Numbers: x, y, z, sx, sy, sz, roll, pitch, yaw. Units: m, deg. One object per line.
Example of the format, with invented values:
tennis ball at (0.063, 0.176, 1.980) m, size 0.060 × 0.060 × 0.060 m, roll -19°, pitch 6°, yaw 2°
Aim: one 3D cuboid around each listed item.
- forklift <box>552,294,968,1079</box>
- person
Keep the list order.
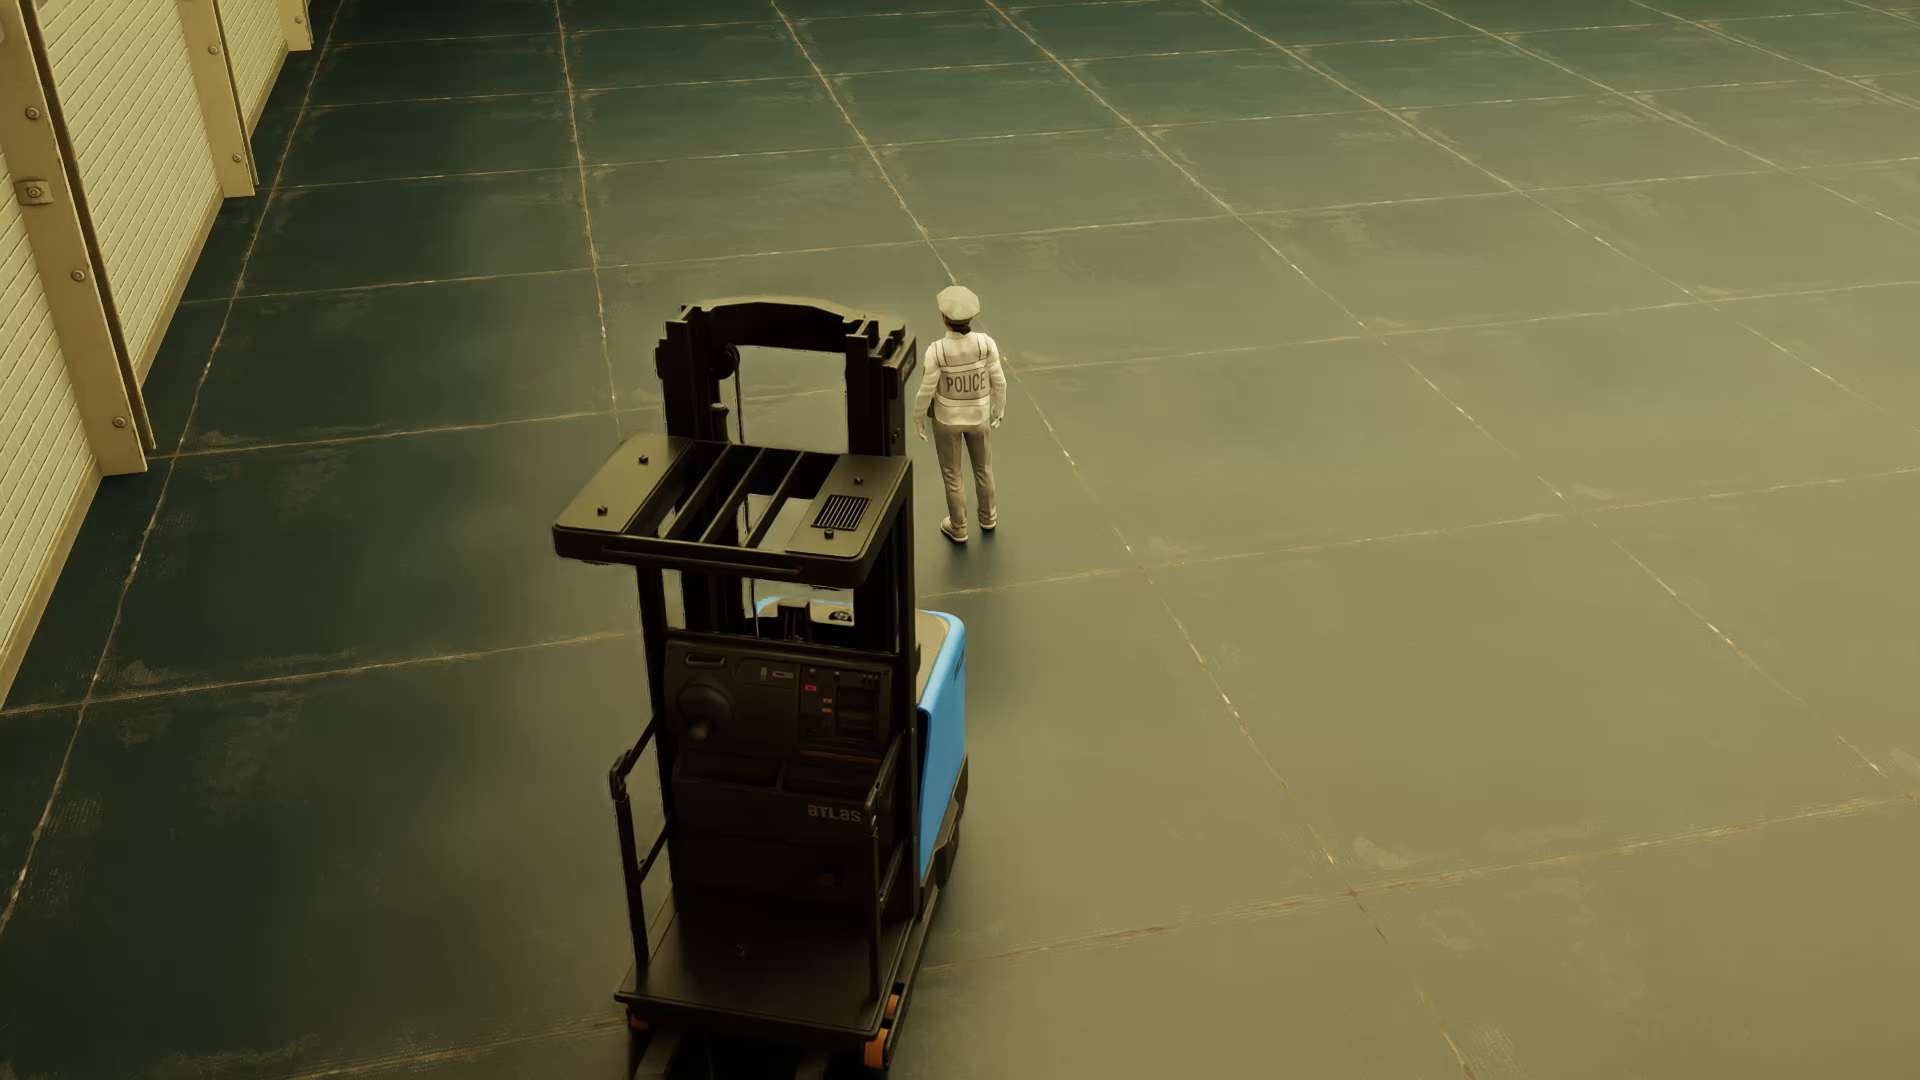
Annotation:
forklift at (-0.764, 0.680, 6.401) m, size 1.130 × 2.935 × 3.031 m, roll 6°, pitch 31°, yaw 10°
person at (-0.010, -0.774, 10.131) m, size 0.588 × 1.695 × 0.531 m, roll -7°, pitch 31°, yaw -12°
